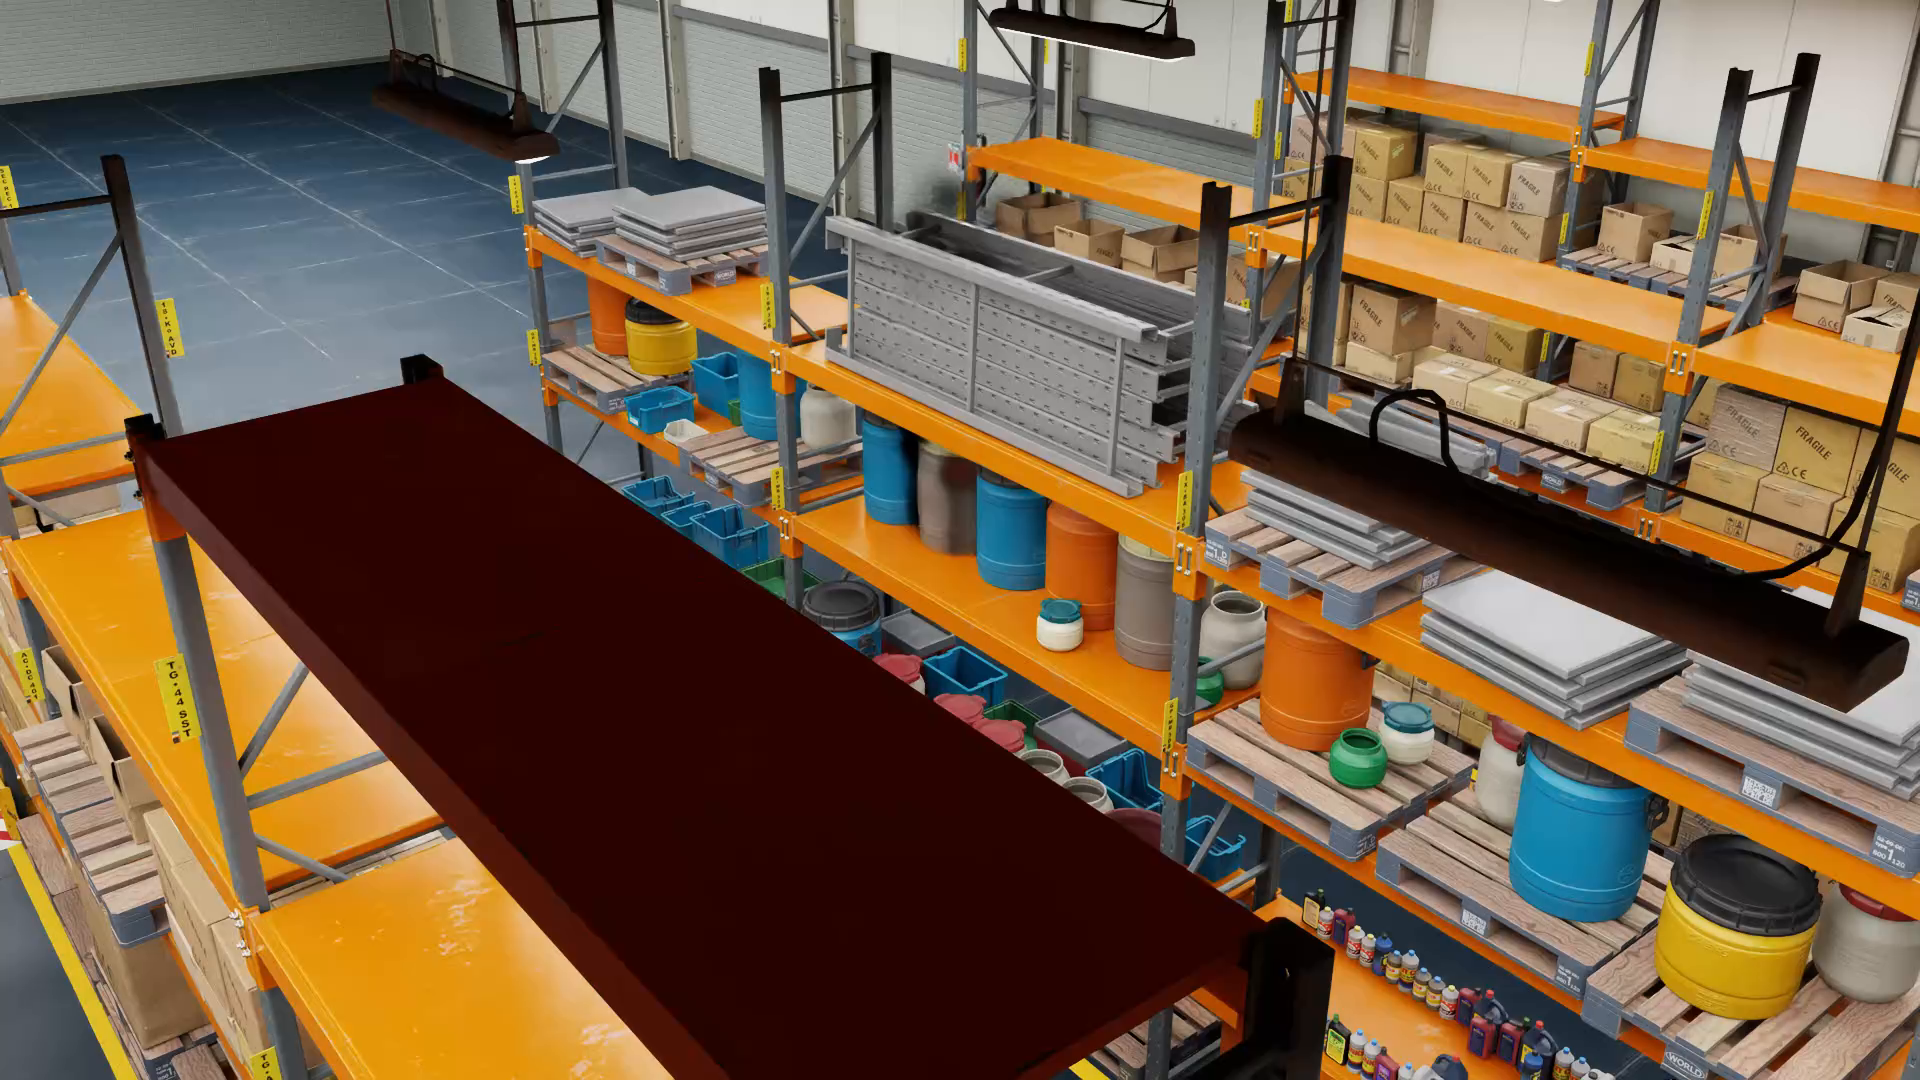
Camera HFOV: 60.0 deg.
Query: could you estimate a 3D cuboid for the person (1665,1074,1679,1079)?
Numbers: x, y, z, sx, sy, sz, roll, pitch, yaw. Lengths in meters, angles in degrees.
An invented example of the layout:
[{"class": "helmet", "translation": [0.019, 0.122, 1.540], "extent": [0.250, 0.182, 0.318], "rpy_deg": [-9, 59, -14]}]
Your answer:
[{"class": "person", "translation": [4.422, 3.206, 9.814], "extent": [0.615, 1.602, 0.727], "rpy_deg": [-20, 32, -35]}]
